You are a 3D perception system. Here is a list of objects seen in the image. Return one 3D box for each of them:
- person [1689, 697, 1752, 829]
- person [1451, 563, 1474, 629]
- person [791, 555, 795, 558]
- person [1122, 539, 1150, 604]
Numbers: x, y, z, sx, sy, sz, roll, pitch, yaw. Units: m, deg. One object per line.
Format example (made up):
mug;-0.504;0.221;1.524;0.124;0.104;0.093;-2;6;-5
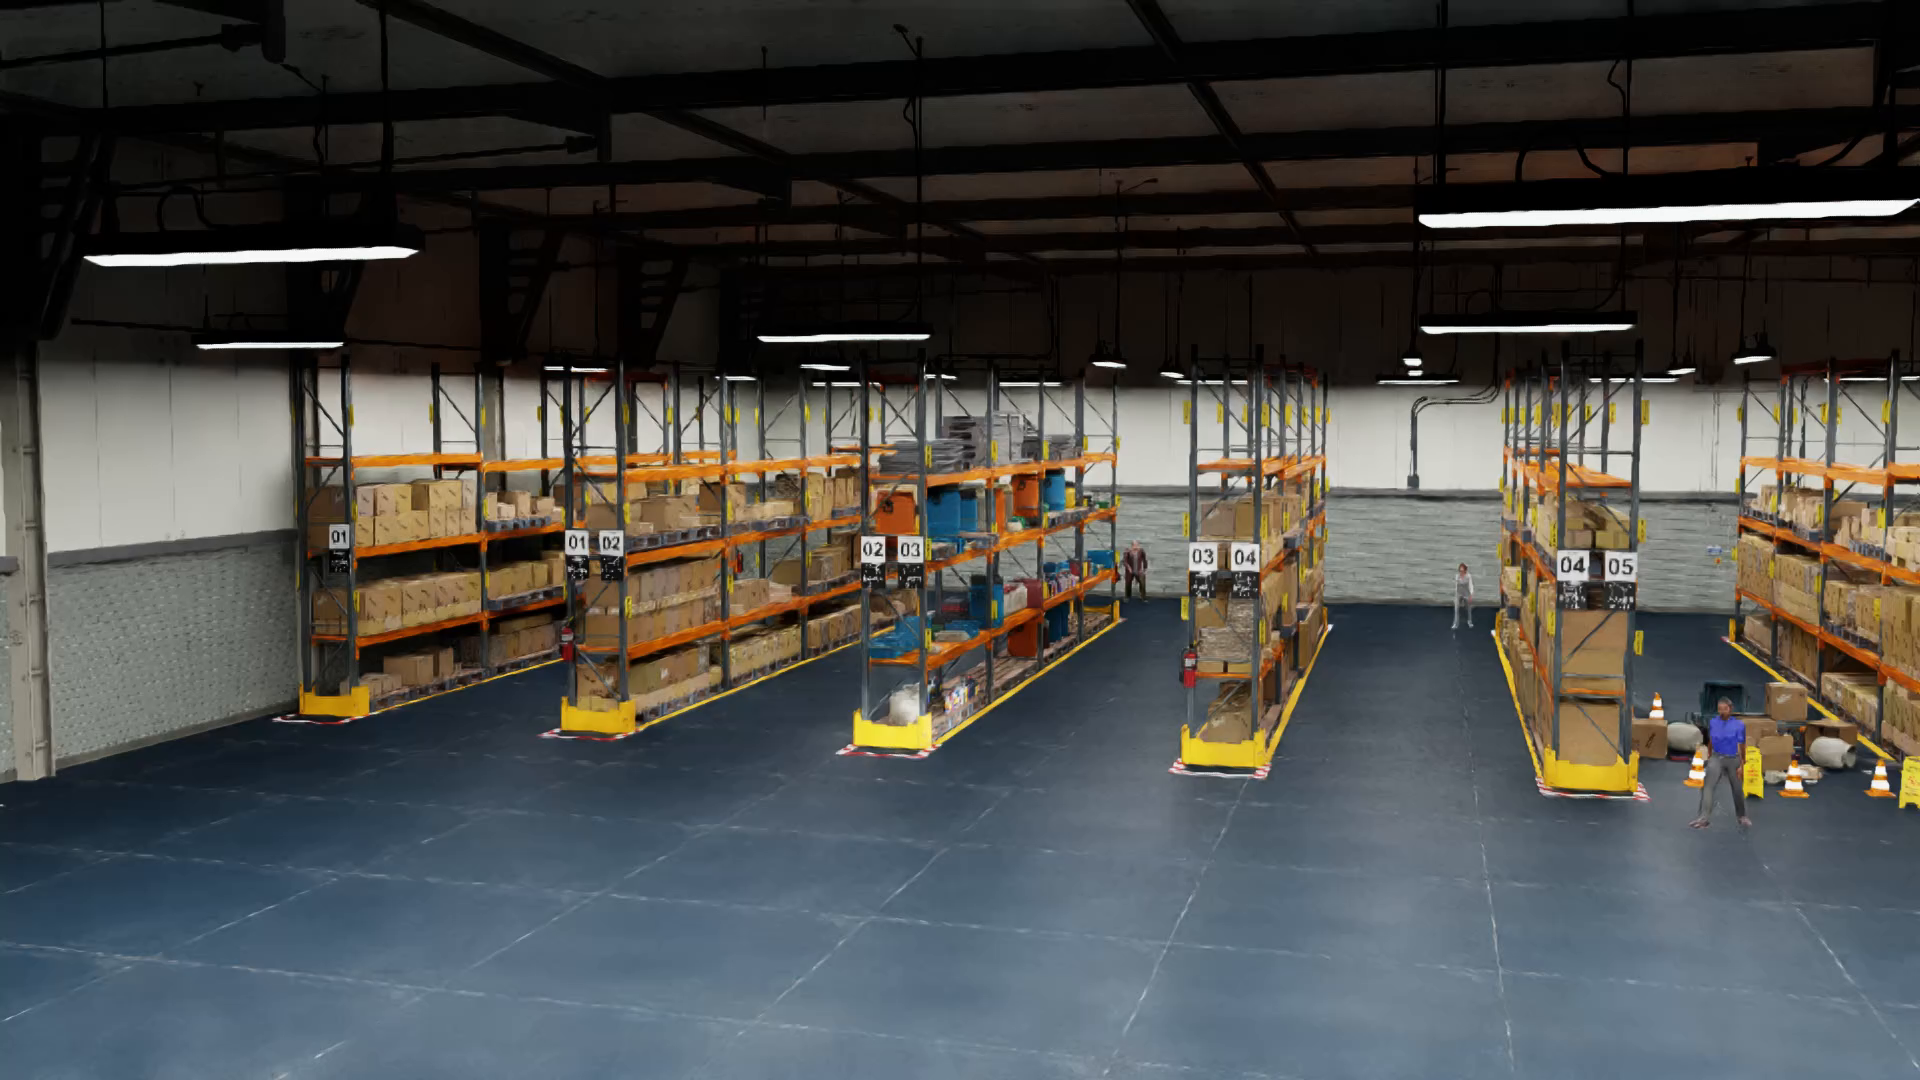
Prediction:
person;9.243;2.740;20.110;0.494;1.500;0.913;4;6;44
person;11.811;1.351;38.932;0.440;1.442;0.848;3;5;34
person;-3.881;1.172;39.718;0.540;1.673;1.108;1;4;13
person;4.644;0.828;44.141;0.735;1.715;0.896;0;4;0
